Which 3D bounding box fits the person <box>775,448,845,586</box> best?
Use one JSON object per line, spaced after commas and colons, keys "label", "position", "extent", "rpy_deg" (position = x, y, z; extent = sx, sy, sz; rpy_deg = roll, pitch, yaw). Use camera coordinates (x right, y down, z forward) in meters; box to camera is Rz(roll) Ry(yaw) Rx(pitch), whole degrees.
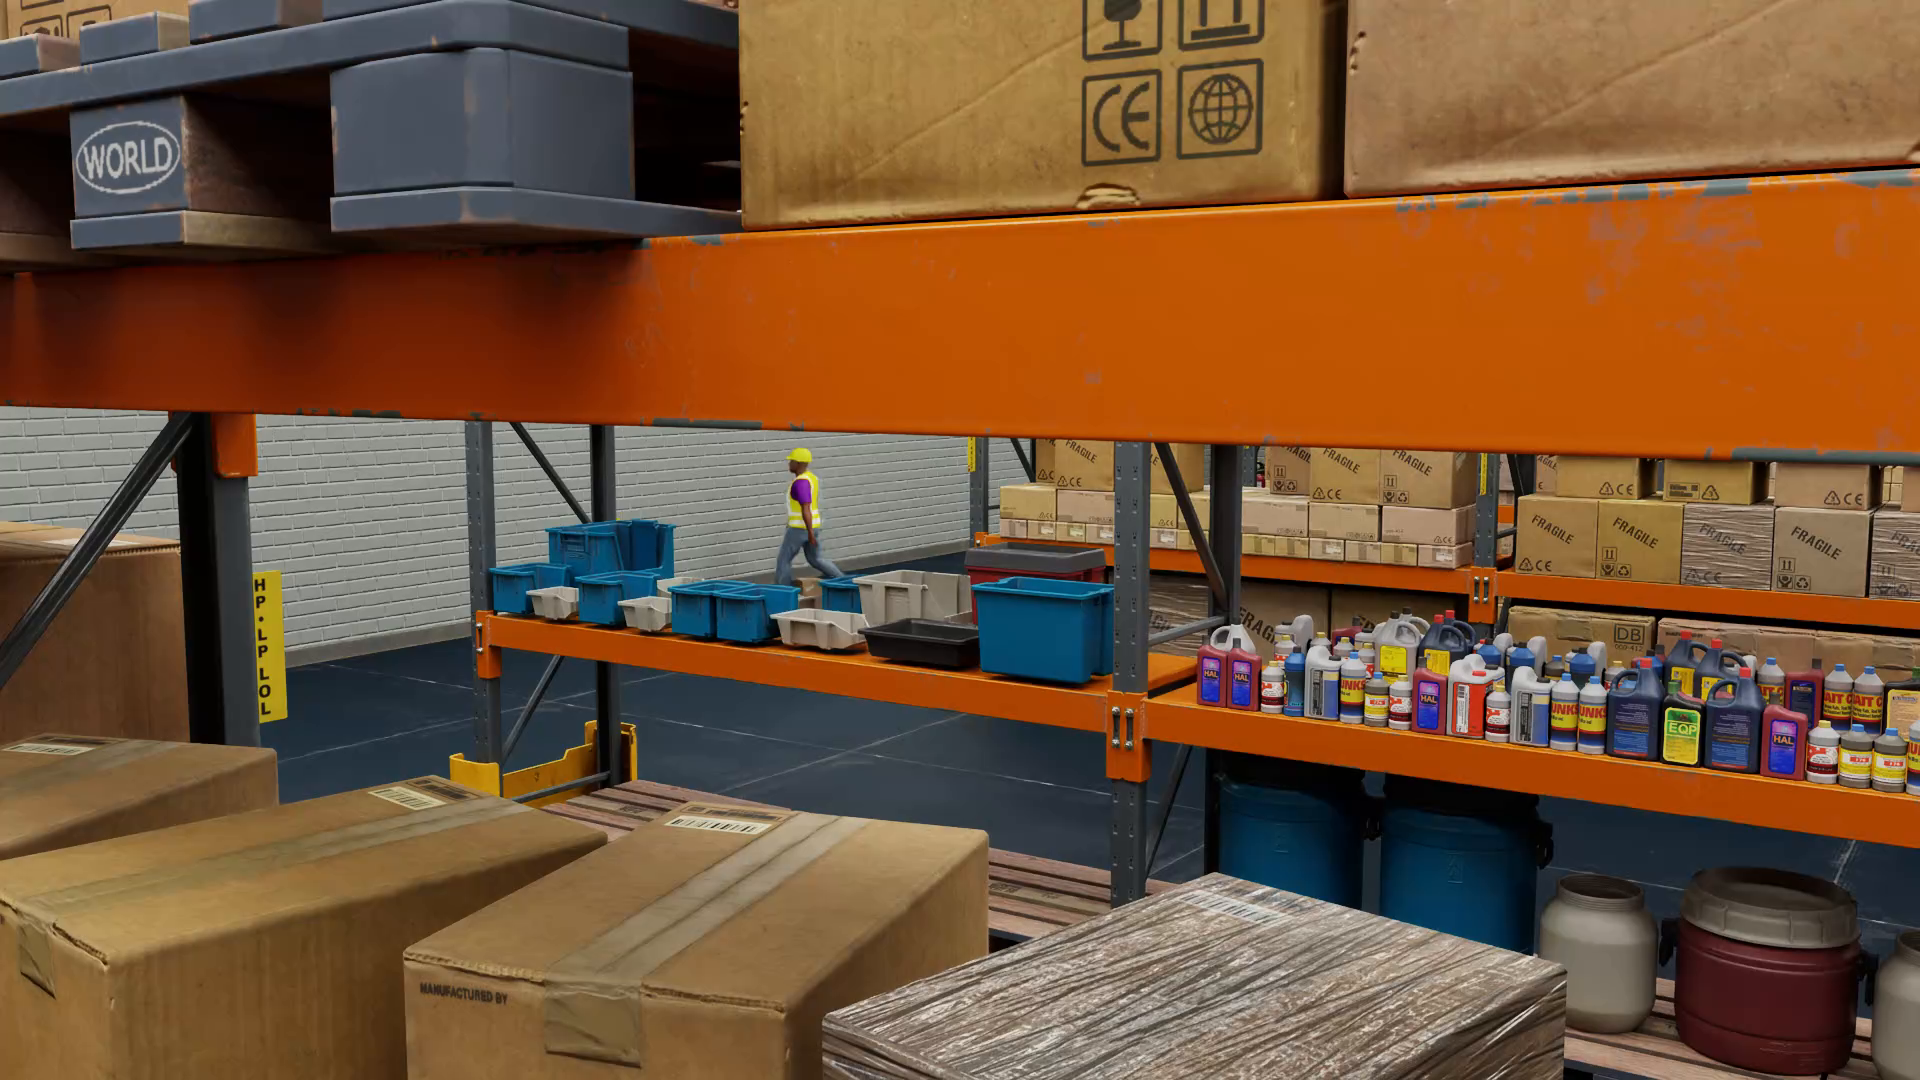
{"label": "person", "position": [-1.694, -0.140, 18.137], "extent": [1.062, 1.728, 0.605], "rpy_deg": [1, 6, 11]}
